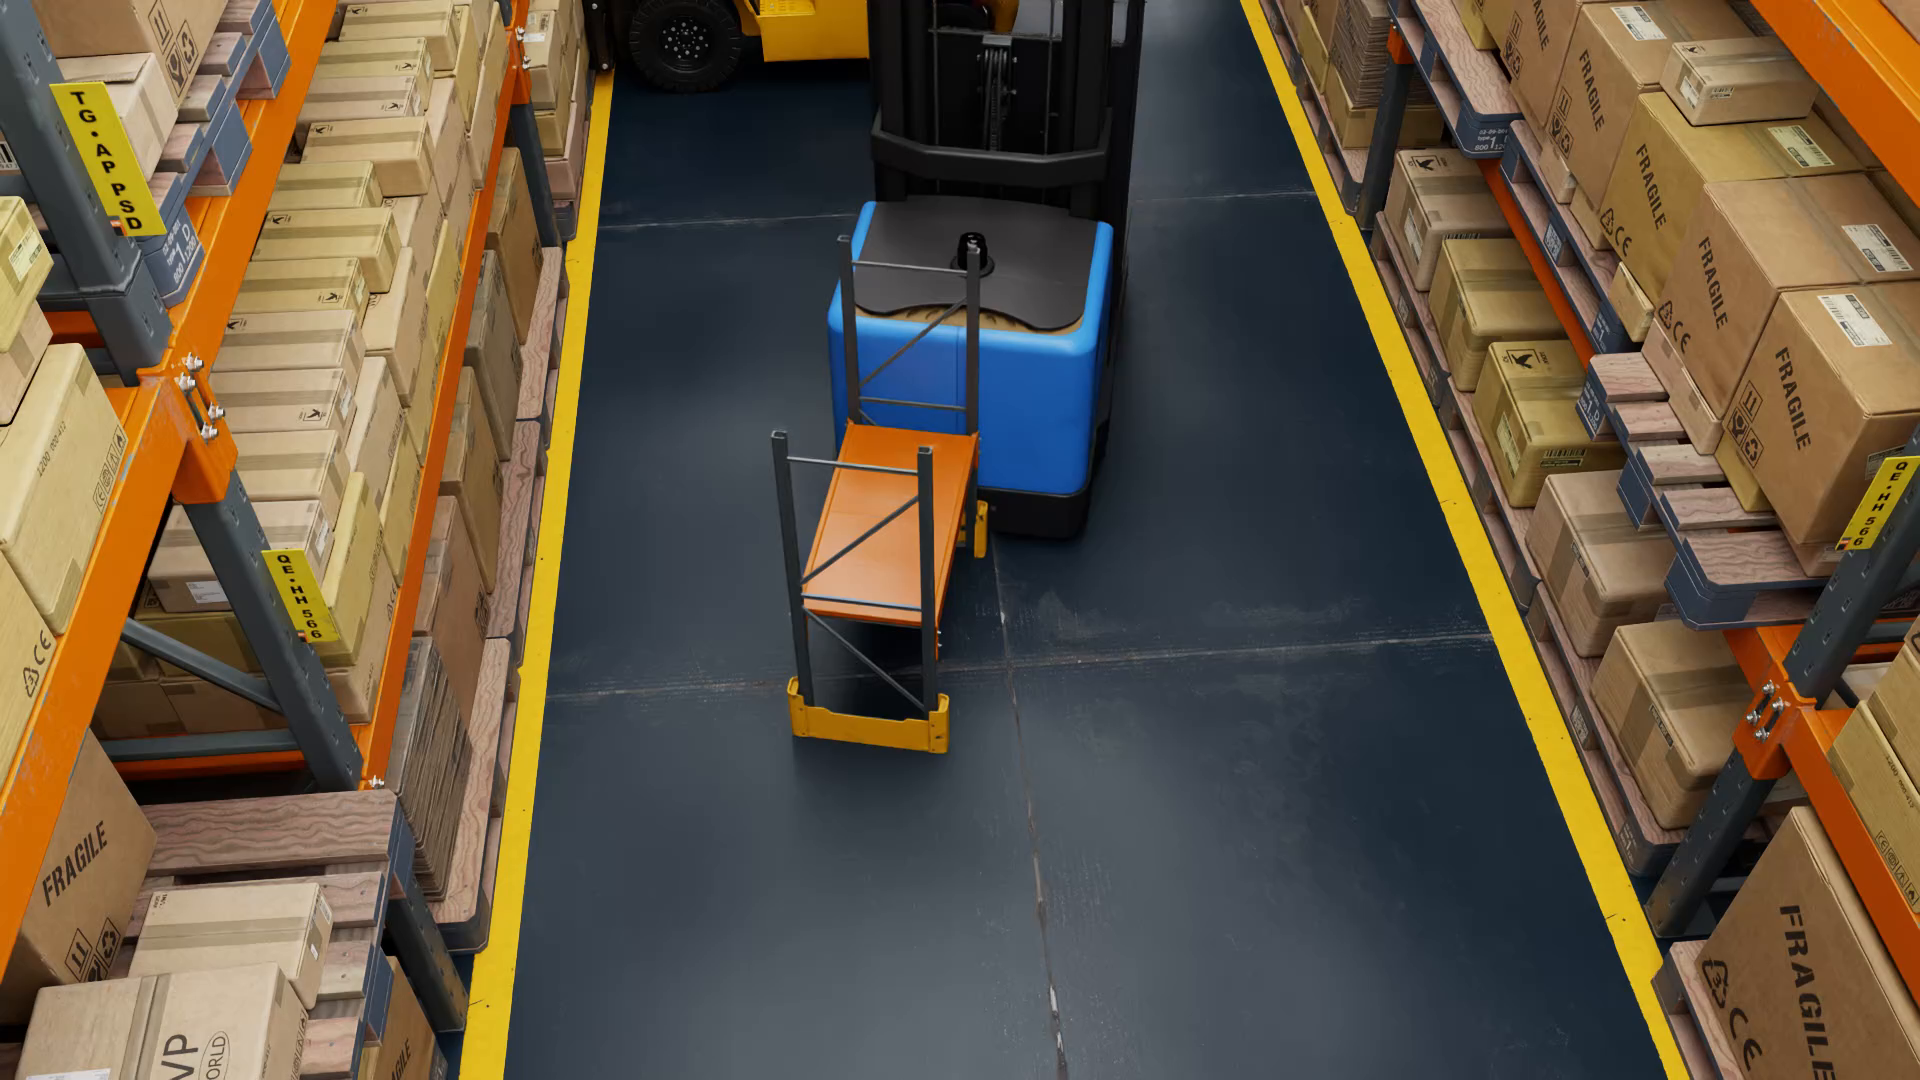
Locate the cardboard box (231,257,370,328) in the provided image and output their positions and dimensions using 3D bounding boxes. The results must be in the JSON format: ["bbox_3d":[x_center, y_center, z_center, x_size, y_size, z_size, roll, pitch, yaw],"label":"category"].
[{"bbox_3d":[-1.995,-0.705,4.973,0.380,0.149,0.250,-3,47,-3],"label":"cardboard box"}]

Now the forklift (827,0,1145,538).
[{"bbox_3d":[0.215,-2.099,6.855,1.130,2.935,3.031,6,47,6],"label":"forklift"}]

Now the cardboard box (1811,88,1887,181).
[{"bbox_3d":[2.932,-1.139,5.336,0.500,0.500,0.500,-3,47,-3],"label":"cardboard box"}]

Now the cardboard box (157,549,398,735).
[{"bbox_3d":[-1.899,0.262,4.676,0.500,0.250,0.500,-3,47,-3],"label":"cardboard box"}]

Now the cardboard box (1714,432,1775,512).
[{"bbox_3d":[2.484,-0.228,4.921,0.380,0.149,0.250,-3,47,-3],"label":"cardboard box"}]

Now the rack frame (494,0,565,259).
[{"bbox_3d":[-2.440,-2.348,7.044,1.000,3.000,0.127,-3,47,-3],"label":"rack frame"}]

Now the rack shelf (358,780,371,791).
[{"bbox_3d":[-1.938,2.241,3.194,1.077,0.370,4.000,-3,47,-3],"label":"rack shelf"}]

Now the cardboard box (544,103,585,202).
[{"bbox_3d":[-2.151,-1.917,8.240,0.500,0.250,0.500,-3,47,-3],"label":"cardboard box"}]

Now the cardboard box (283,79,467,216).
[{"bbox_3d":[-2.057,-1.386,5.892,0.500,0.250,0.500,-3,47,-3],"label":"cardboard box"}]

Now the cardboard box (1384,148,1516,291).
[{"bbox_3d":[2.552,-1.513,7.775,0.950,0.372,0.625,-3,47,-3],"label":"cardboard box"}]

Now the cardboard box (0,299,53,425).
[{"bbox_3d":[-1.836,-0.329,2.894,0.380,0.149,0.250,-3,47,-2],"label":"cardboard box"}]

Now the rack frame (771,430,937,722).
[{"bbox_3d":[-0.333,0.215,5.650,0.500,1.500,0.032,6,47,6],"label":"rack frame"}]

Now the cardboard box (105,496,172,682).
[{"bbox_3d":[-2.420,0.118,4.468,0.500,0.250,0.500,-3,47,-2],"label":"cardboard box"}]

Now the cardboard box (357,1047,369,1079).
[{"bbox_3d":[-1.812,1.381,4.499,0.380,0.149,0.250,-6,47,-5],"label":"cardboard box"}]

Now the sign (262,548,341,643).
[{"bbox_3d":[-1.565,0.136,3.949,0.100,0.325,0.005,-3,47,-3],"label":"sign"}]

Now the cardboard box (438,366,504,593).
[{"bbox_3d":[-2.263,-0.193,6.349,0.875,0.625,0.625,-5,47,-5],"label":"cardboard box"}]

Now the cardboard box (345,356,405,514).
[{"bbox_3d":[-1.940,-0.272,4.837,0.500,0.250,0.500,-2,47,-2],"label":"cardboard box"}]

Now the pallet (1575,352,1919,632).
[{"bbox_3d":[2.675,-0.201,5.143,1.213,0.211,1.003,-3,47,-3],"label":"pallet"}]

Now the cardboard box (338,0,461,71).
[{"bbox_3d":[-2.029,-1.823,6.032,0.380,0.149,0.250,-5,47,-5],"label":"cardboard box"}]

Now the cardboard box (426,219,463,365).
[{"bbox_3d":[-2.028,-0.850,5.729,0.500,0.250,0.500,-2,47,-2],"label":"cardboard box"}]

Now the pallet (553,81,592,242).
[{"bbox_3d":[-2.465,-1.967,8.604,1.003,0.211,1.213,-3,47,-3],"label":"pallet"}]

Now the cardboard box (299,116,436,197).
[{"bbox_3d":[-1.955,-1.262,5.500,0.380,0.149,0.250,-5,47,-4],"label":"cardboard box"}]

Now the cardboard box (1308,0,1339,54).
[{"bbox_3d":[2.144,-2.888,8.644,0.500,0.500,0.500,-3,47,-3],"label":"cardboard box"}]

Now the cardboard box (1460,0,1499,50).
[{"bbox_3d":[2.249,-2.110,6.702,0.380,0.149,0.250,-3,47,-2],"label":"cardboard box"}]

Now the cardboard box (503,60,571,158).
[{"bbox_3d":[-2.173,-2.087,8.057,0.500,0.250,0.500,-4,47,-3],"label":"cardboard box"}]

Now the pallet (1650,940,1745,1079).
[{"bbox_3d":[2.831,1.776,5.059,1.003,0.211,1.213,-3,47,-3],"label":"pallet"}]

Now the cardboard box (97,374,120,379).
[{"bbox_3d":[-2.519,-0.481,4.760,0.380,0.149,0.250,-4,47,-4],"label":"cardboard box"}]

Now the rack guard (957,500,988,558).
[{"bbox_3d":[-0.182,-0.071,6.782,0.587,0.250,0.087,6,47,6],"label":"rack guard"}]

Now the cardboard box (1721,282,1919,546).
[{"bbox_3d":[2.525,-0.351,4.590,0.500,0.500,0.500,-5,47,-4],"label":"cardboard box"}]

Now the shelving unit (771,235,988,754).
[{"bbox_3d":[-0.258,-0.144,5.990,0.587,1.500,1.083,6,47,6],"label":"shelving unit"}]

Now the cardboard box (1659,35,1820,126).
[{"bbox_3d":[2.422,-1.429,5.164,0.380,0.149,0.250,-6,47,-5],"label":"cardboard box"}]

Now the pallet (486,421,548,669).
[{"bbox_3d":[-2.235,0.027,6.716,1.003,0.211,1.213,-3,47,-3],"label":"pallet"}]

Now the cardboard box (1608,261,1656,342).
[{"bbox_3d":[2.368,-0.789,5.451,0.380,0.149,0.250,-3,47,-3],"label":"cardboard box"}]

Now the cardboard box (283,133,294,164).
[{"bbox_3d":[-2.590,-1.349,5.857,0.500,0.250,0.500,-5,47,-4],"label":"cardboard box"}]

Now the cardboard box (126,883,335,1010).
[{"bbox_3d":[-1.668,0.940,3.814,0.380,0.149,0.250,-3,47,-3],"label":"cardboard box"}]

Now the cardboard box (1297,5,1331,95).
[{"bbox_3d":[2.134,-2.647,8.932,0.500,0.250,0.500,-5,47,-4],"label":"cardboard box"}]

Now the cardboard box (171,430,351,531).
[{"bbox_3d":[-1.862,-0.152,4.449,0.380,0.149,0.250,-3,47,-2],"label":"cardboard box"}]

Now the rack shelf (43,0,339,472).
[{"bbox_3d":[-2.273,-1.685,4.846,1.077,0.370,4.000,-3,47,-3],"label":"rack shelf"}]

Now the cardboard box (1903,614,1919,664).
[{"bbox_3d":[2.638,0.236,3.840,0.500,0.500,0.500,-5,47,-5],"label":"cardboard box"}]

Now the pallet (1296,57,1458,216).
[{"bbox_3d":[2.414,-2.177,8.803,1.003,0.211,1.213,-3,47,-3],"label":"pallet"}]

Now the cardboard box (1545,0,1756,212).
[{"bbox_3d":[2.383,-1.484,5.663,0.500,0.500,0.500,-5,47,-5],"label":"cardboard box"}]

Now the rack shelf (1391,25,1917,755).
[{"bbox_3d":[2.673,-0.958,6.223,1.077,0.370,4.000,-3,47,-3],"label":"rack shelf"}]

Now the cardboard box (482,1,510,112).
[{"bbox_3d":[-2.137,-1.947,6.768,0.500,0.250,0.500,-3,47,-2],"label":"cardboard box"}]

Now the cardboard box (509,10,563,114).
[{"bbox_3d":[-2.168,-2.259,7.876,0.500,0.250,0.500,-4,47,-4],"label":"cardboard box"}]

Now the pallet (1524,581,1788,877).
[{"bbox_3d":[2.777,0.636,6.139,1.003,0.211,1.213,-3,47,-3],"label":"pallet"}]

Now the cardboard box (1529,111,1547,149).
[{"bbox_3d":[2.348,-1.542,6.164,0.380,0.149,0.250,-3,47,-3],"label":"cardboard box"}]

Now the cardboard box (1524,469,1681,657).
[{"bbox_3d":[2.733,0.059,6.286,0.950,0.372,0.625,-4,47,-4],"label":"cardboard box"}]
